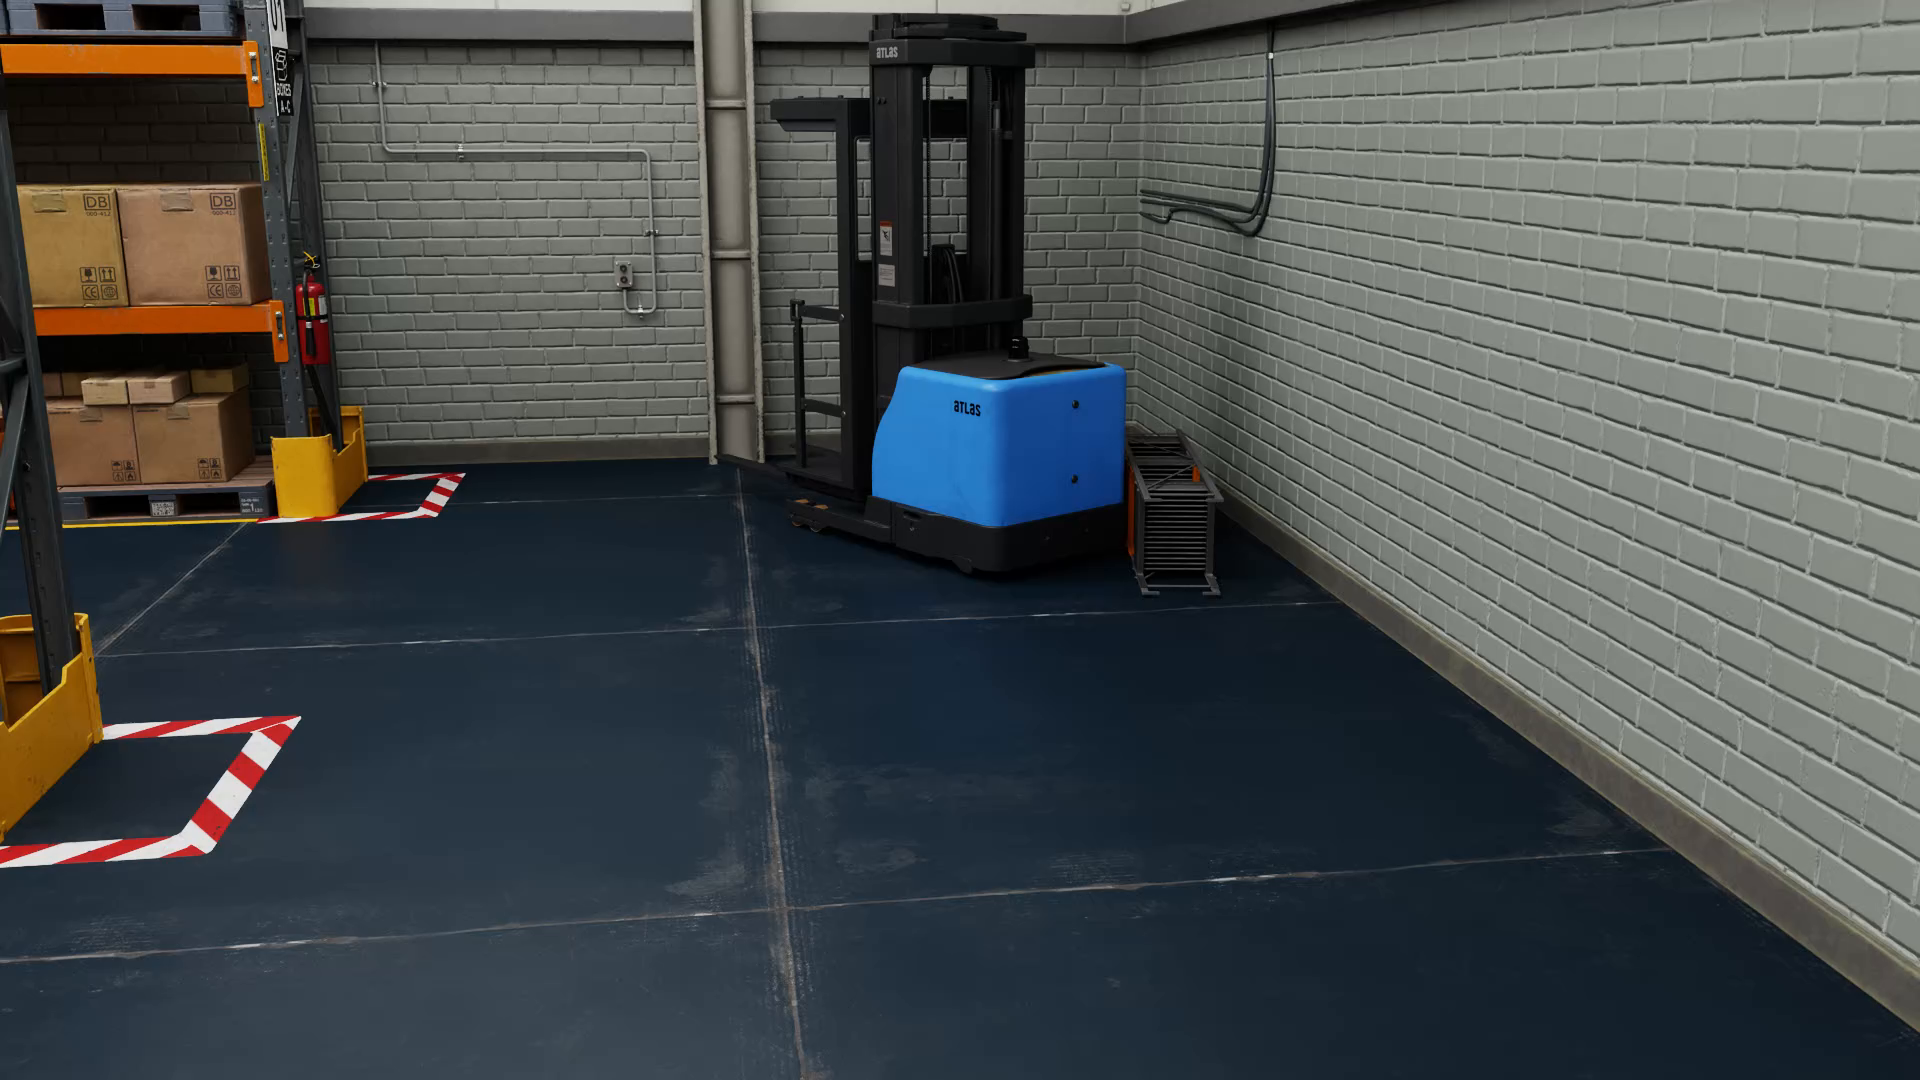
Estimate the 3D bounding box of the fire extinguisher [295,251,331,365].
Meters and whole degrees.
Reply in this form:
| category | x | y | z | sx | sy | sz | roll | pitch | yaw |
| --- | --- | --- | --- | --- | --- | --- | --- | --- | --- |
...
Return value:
| category | x | y | z | sx | sy | sz | roll | pitch | yaw |
| --- | --- | --- | --- | --- | --- | --- | --- | --- | --- |
| fire extinguisher | -3.937 | -1.409 | 10.099 | 0.183 | 0.674 | 0.296 | -2 | 14 | -8 |

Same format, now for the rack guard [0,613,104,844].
| category | x | y | z | sx | sy | sz | roll | pitch | yaw |
| --- | --- | --- | --- | --- | --- | --- | --- | --- | --- |
| rack guard | -3.489 | 0.674 | 6.007 | 0.348 | 0.500 | 1.175 | -2 | 14 | -8 |

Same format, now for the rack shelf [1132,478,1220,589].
| category | x | y | z | sx | sy | sz | roll | pitch | yaw |
| --- | --- | --- | --- | --- | --- | --- | --- | --- | --- |
| rack shelf | 1.142 | -0.042 | 8.788 | 0.431 | 0.480 | 0.518 | 0 | 14 | 1 |

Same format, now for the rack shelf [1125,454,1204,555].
| category | x | y | z | sx | sy | sz | roll | pitch | yaw |
| --- | --- | --- | --- | --- | --- | --- | --- | --- | --- |
| rack shelf | 1.159 | -0.206 | 9.468 | 0.431 | 0.480 | 0.518 | 0 | 14 | 1 |

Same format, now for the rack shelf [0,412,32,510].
| category | x | y | z | sx | sy | sz | roll | pitch | yaw |
| --- | --- | --- | --- | --- | --- | --- | --- | --- | --- |
| rack shelf | -5.391 | -0.120 | 5.513 | 4.000 | 0.370 | 1.077 | -2 | 14 | -8 |

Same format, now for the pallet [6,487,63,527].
| category | x | y | z | sx | sy | sz | roll | pitch | yaw |
| --- | --- | --- | --- | --- | --- | --- | --- | --- | --- |
| pallet | -6.138 | -0.289 | 10.440 | 1.213 | 0.211 | 1.003 | -2 | 14 | -8 |

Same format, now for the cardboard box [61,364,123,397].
| category | x | y | z | sx | sy | sz | roll | pitch | yaw |
| --- | --- | --- | --- | --- | --- | --- | --- | --- | --- |
| cardboard box | -5.487 | -1.014 | 10.542 | 0.250 | 0.149 | 0.380 | -2 | 14 | -8 |

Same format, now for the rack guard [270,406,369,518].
| category | x | y | z | sx | sy | sz | roll | pitch | yaw |
| --- | --- | --- | --- | --- | --- | --- | --- | --- | --- |
| rack guard | -4.132 | -0.521 | 10.772 | 0.348 | 0.500 | 1.175 | -2 | 14 | -8 |

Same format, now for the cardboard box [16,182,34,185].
| category | x | y | z | sx | sy | sz | roll | pitch | yaw |
| --- | --- | --- | --- | --- | --- | --- | --- | --- | --- |
| cardboard box | -6.131 | -1.803 | 10.128 | 0.700 | 0.700 | 0.980 | -3 | 14 | -11 |

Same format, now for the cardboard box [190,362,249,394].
| category | x | y | z | sx | sy | sz | roll | pitch | yaw |
| --- | --- | --- | --- | --- | --- | --- | --- | --- | --- |
| cardboard box | -4.739 | -1.042 | 10.652 | 0.250 | 0.149 | 0.380 | -2 | 14 | -8 |

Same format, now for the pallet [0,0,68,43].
| category | x | y | z | sx | sy | sz | roll | pitch | yaw |
| --- | --- | --- | --- | --- | --- | --- | --- | --- | --- |
| pallet | -6.096 | -3.070 | 9.814 | 1.213 | 0.211 | 1.003 | -2 | 14 | -8 |

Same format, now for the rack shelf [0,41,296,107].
| category | x | y | z | sx | sy | sz | roll | pitch | yaw |
| --- | --- | --- | --- | --- | --- | --- | --- | --- | --- |
| rack shelf | -6.133 | -2.766 | 9.899 | 4.000 | 0.370 | 1.077 | -2 | 14 | -8 |

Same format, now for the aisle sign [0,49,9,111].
| category | x | y | z | sx | sy | sz | roll | pitch | yaw |
| --- | --- | --- | --- | --- | --- | --- | --- | --- | --- |
| aisle sign | -3.390 | -1.875 | 5.689 | 0.004 | 0.787 | 0.394 | -2 | 14 | -8 |

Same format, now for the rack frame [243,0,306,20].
| category | x | y | z | sx | sy | sz | roll | pitch | yaw |
| --- | --- | --- | --- | --- | --- | --- | --- | --- | --- |
| rack frame | -4.155 | -4.643 | 9.735 | 0.127 | 3.000 | 1.000 | -2 | 14 | -8 |

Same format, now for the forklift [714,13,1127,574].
| category | x | y | z | sx | sy | sz | roll | pitch | yaw |
| --- | --- | --- | --- | --- | --- | --- | --- | --- | --- |
| forklift | -0.403 | -1.537 | 9.825 | 1.130 | 2.935 | 3.031 | -12 | 18 | -39 |

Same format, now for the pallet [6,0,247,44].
| category | x | y | z | sx | sy | sz | roll | pitch | yaw |
| --- | --- | --- | --- | --- | --- | --- | --- | --- | --- |
| pallet | -4.887 | -3.115 | 9.994 | 1.213 | 0.211 | 1.003 | -2 | 14 | -8 |

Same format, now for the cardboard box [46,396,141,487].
| category | x | y | z | sx | sy | sz | roll | pitch | yaw |
| --- | --- | --- | --- | --- | --- | --- | --- | --- | --- |
| cardboard box | -5.327 | -0.656 | 10.448 | 0.500 | 0.500 | 0.700 | -2 | 14 | -8 |

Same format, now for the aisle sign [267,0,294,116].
| category | x | y | z | sx | sy | sz | roll | pitch | yaw |
| --- | --- | --- | --- | --- | --- | --- | --- | --- | --- |
| aisle sign | -4.040 | -2.924 | 9.871 | 0.004 | 0.787 | 0.394 | -2 | 14 | -8 |

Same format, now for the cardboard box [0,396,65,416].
| category | x | y | z | sx | sy | sz | roll | pitch | yaw |
| --- | --- | --- | --- | --- | --- | --- | --- | --- | --- |
| cardboard box | -5.825 | -0.638 | 10.375 | 0.500 | 0.500 | 0.700 | -3 | 14 | -10 |

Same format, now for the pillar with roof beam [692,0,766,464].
| category | x | y | z | sx | sy | sz | roll | pitch | yaw |
| --- | --- | --- | --- | --- | --- | --- | --- | --- | --- |
| pillar with roof beam | -0.973 | -3.913 | 6.826 | 0.400 | 9.000 | 9.100 | -2 | 14 | -8 |

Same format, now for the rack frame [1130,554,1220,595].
| category | x | y | z | sx | sy | sz | roll | pitch | yaw |
| --- | --- | --- | --- | --- | --- | --- | --- | --- | --- |
| rack frame | 1.159 | 0.028 | 9.539 | 0.400 | 0.015 | 2.100 | 0 | 14 | 1 |

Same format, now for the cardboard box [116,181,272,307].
| category | x | y | z | sx | sy | sz | roll | pitch | yaw |
| --- | --- | --- | --- | --- | --- | --- | --- | --- | --- |
| cardboard box | -4.658 | -1.857 | 10.345 | 0.700 | 0.700 | 0.980 | -1 | 14 | -6 |

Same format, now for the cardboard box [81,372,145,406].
| category | x | y | z | sx | sy | sz | roll | pitch | yaw |
| --- | --- | --- | --- | --- | --- | --- | --- | --- | --- |
| cardboard box | -5.185 | -0.931 | 10.211 | 0.250 | 0.149 | 0.380 | -2 | 14 | -7 |

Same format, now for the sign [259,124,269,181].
| category | x | y | z | sx | sy | sz | roll | pitch | yaw |
| --- | --- | --- | --- | --- | --- | --- | --- | --- | --- |
| sign | -4.088 | -2.278 | 9.773 | 0.005 | 0.325 | 0.100 | -2 | 14 | -8 |

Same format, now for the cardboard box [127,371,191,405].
| category | x | y | z | sx | sy | sz | roll | pitch | yaw |
| --- | --- | --- | --- | --- | --- | --- | --- | --- | --- |
| cardboard box | -4.932 | -0.941 | 10.249 | 0.250 | 0.149 | 0.380 | -2 | 14 | -9 |

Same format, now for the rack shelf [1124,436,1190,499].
| category | x | y | z | sx | sy | sz | roll | pitch | yaw |
| --- | --- | --- | --- | --- | --- | --- | --- | --- | --- |
| rack shelf | 1.176 | -0.370 | 10.149 | 0.431 | 0.480 | 0.518 | 0 | 14 | 1 |

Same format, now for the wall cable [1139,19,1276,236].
| category | x | y | z | sx | sy | sz | roll | pitch | yaw |
| --- | --- | --- | --- | --- | --- | --- | --- | --- | --- |
| wall cable | 1.491 | -3.256 | 10.587 | 0.112 | 2.526 | 3.097 | -2 | 14 | -8 |

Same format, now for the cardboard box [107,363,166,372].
| category | x | y | z | sx | sy | sz | roll | pitch | yaw |
| --- | --- | --- | --- | --- | --- | --- | --- | --- | --- |
| cardboard box | -5.240 | -1.023 | 10.578 | 0.250 | 0.149 | 0.380 | -2 | 14 | -8 |

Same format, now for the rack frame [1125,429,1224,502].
| category | x | y | z | sx | sy | sz | roll | pitch | yaw |
| --- | --- | --- | --- | --- | --- | --- | --- | --- | --- |
| rack frame | 1.159 | -0.446 | 9.424 | 0.400 | 0.015 | 2.100 | 0 | 14 | 1 |

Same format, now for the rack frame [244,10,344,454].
| category | x | y | z | sx | sy | sz | roll | pitch | yaw |
| --- | --- | --- | --- | --- | --- | --- | --- | --- | --- |
| rack frame | -4.155 | -1.733 | 10.465 | 0.127 | 3.000 | 1.000 | -2 | 14 | -8 |

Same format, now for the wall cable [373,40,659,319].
| category | x | y | z | sx | sy | sz | roll | pitch | yaw |
| --- | --- | --- | --- | --- | --- | --- | --- | --- | --- |
| wall cable | -3.030 | -2.500 | 11.434 | 1.851 | 1.984 | 0.084 | -2 | 14 | -8 |

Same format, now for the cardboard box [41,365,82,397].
| category | x | y | z | sx | sy | sz | roll | pitch | yaw |
| --- | --- | --- | --- | --- | --- | --- | --- | --- | --- |
| cardboard box | -5.739 | -1.005 | 10.505 | 0.250 | 0.149 | 0.380 | -2 | 14 | -8 |

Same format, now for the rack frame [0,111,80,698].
| category | x | y | z | sx | sy | sz | roll | pitch | yaw |
| --- | --- | --- | --- | --- | --- | --- | --- | --- | --- |
| rack frame | -3.414 | -0.541 | 5.714 | 0.127 | 3.000 | 1.000 | -2 | 14 | -8 |

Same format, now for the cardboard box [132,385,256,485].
| category | x | y | z | sx | sy | sz | roll | pitch | yaw |
| --- | --- | --- | --- | --- | --- | --- | --- | --- | --- |
| cardboard box | -4.833 | -0.675 | 10.521 | 0.500 | 0.500 | 0.700 | -2 | 14 | -8 |

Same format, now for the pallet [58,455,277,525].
| category | x | y | z | sx | sy | sz | roll | pitch | yaw |
| --- | --- | --- | --- | --- | --- | --- | --- | --- | --- |
| pallet | -4.934 | -0.332 | 10.614 | 1.213 | 0.211 | 1.003 | -2 | 14 | -8 |

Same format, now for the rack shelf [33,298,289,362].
| category | x | y | z | sx | sy | sz | roll | pitch | yaw |
| --- | --- | --- | --- | --- | --- | --- | --- | --- | --- |
| rack shelf | -6.133 | -1.311 | 10.263 | 4.000 | 0.370 | 1.077 | -2 | 14 | -8 |

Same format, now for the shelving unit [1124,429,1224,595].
| category | x | y | z | sx | sy | sz | roll | pitch | yaw |
| --- | --- | --- | --- | --- | --- | --- | --- | --- | --- |
| shelving unit | 1.159 | -0.209 | 9.482 | 0.431 | 0.503 | 2.100 | 0 | 14 | 1 |

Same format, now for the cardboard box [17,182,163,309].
| category | x | y | z | sx | sy | sz | roll | pitch | yaw |
| --- | --- | --- | --- | --- | --- | --- | --- | --- | --- |
| cardboard box | -5.376 | -1.828 | 10.229 | 0.700 | 0.700 | 0.980 | -2 | 14 | -9 |
